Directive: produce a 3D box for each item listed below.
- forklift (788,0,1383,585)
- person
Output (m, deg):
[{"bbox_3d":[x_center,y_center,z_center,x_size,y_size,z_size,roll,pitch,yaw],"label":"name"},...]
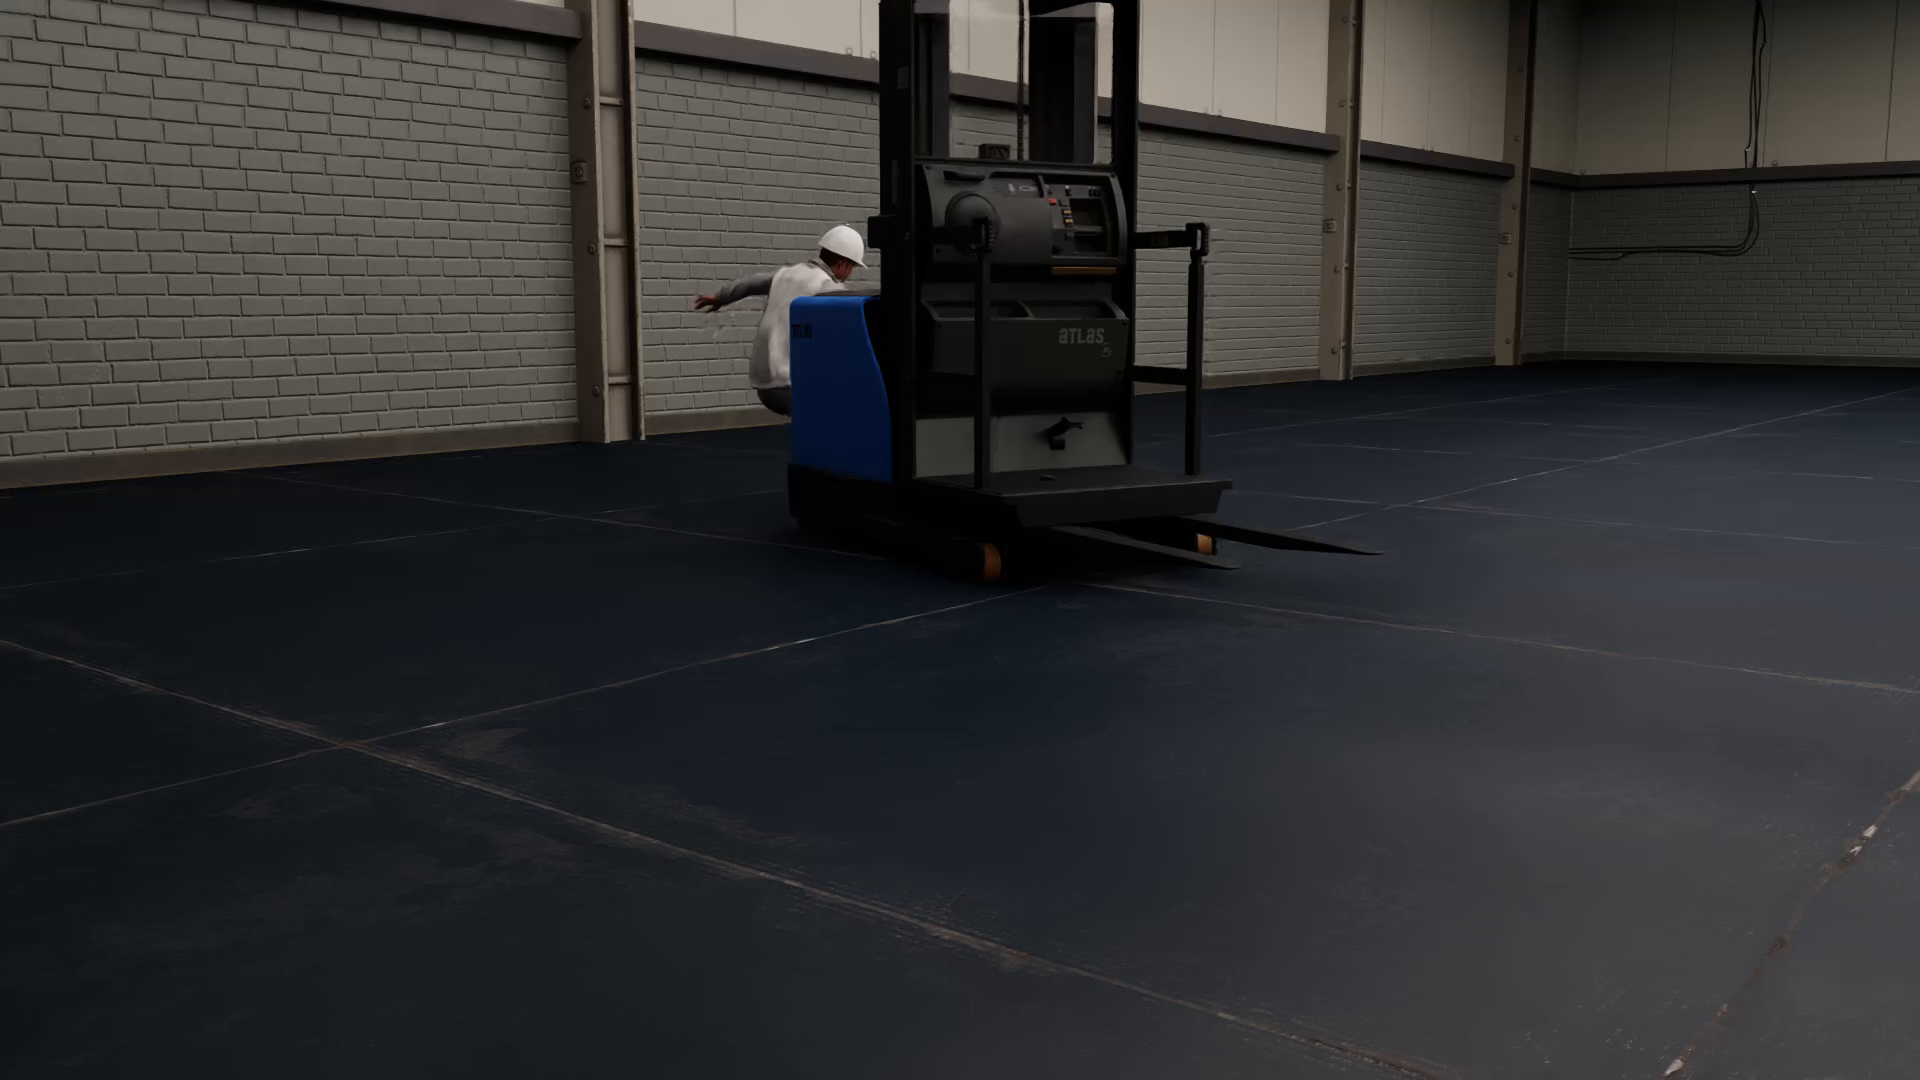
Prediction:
[{"bbox_3d":[0.378,-1.355,6.540,1.130,2.935,3.031,-5,10,-30],"label":"forklift"},{"bbox_3d":[-0.763,-0.923,8.786,0.895,1.437,1.183,-5,10,-32],"label":"person"}]
